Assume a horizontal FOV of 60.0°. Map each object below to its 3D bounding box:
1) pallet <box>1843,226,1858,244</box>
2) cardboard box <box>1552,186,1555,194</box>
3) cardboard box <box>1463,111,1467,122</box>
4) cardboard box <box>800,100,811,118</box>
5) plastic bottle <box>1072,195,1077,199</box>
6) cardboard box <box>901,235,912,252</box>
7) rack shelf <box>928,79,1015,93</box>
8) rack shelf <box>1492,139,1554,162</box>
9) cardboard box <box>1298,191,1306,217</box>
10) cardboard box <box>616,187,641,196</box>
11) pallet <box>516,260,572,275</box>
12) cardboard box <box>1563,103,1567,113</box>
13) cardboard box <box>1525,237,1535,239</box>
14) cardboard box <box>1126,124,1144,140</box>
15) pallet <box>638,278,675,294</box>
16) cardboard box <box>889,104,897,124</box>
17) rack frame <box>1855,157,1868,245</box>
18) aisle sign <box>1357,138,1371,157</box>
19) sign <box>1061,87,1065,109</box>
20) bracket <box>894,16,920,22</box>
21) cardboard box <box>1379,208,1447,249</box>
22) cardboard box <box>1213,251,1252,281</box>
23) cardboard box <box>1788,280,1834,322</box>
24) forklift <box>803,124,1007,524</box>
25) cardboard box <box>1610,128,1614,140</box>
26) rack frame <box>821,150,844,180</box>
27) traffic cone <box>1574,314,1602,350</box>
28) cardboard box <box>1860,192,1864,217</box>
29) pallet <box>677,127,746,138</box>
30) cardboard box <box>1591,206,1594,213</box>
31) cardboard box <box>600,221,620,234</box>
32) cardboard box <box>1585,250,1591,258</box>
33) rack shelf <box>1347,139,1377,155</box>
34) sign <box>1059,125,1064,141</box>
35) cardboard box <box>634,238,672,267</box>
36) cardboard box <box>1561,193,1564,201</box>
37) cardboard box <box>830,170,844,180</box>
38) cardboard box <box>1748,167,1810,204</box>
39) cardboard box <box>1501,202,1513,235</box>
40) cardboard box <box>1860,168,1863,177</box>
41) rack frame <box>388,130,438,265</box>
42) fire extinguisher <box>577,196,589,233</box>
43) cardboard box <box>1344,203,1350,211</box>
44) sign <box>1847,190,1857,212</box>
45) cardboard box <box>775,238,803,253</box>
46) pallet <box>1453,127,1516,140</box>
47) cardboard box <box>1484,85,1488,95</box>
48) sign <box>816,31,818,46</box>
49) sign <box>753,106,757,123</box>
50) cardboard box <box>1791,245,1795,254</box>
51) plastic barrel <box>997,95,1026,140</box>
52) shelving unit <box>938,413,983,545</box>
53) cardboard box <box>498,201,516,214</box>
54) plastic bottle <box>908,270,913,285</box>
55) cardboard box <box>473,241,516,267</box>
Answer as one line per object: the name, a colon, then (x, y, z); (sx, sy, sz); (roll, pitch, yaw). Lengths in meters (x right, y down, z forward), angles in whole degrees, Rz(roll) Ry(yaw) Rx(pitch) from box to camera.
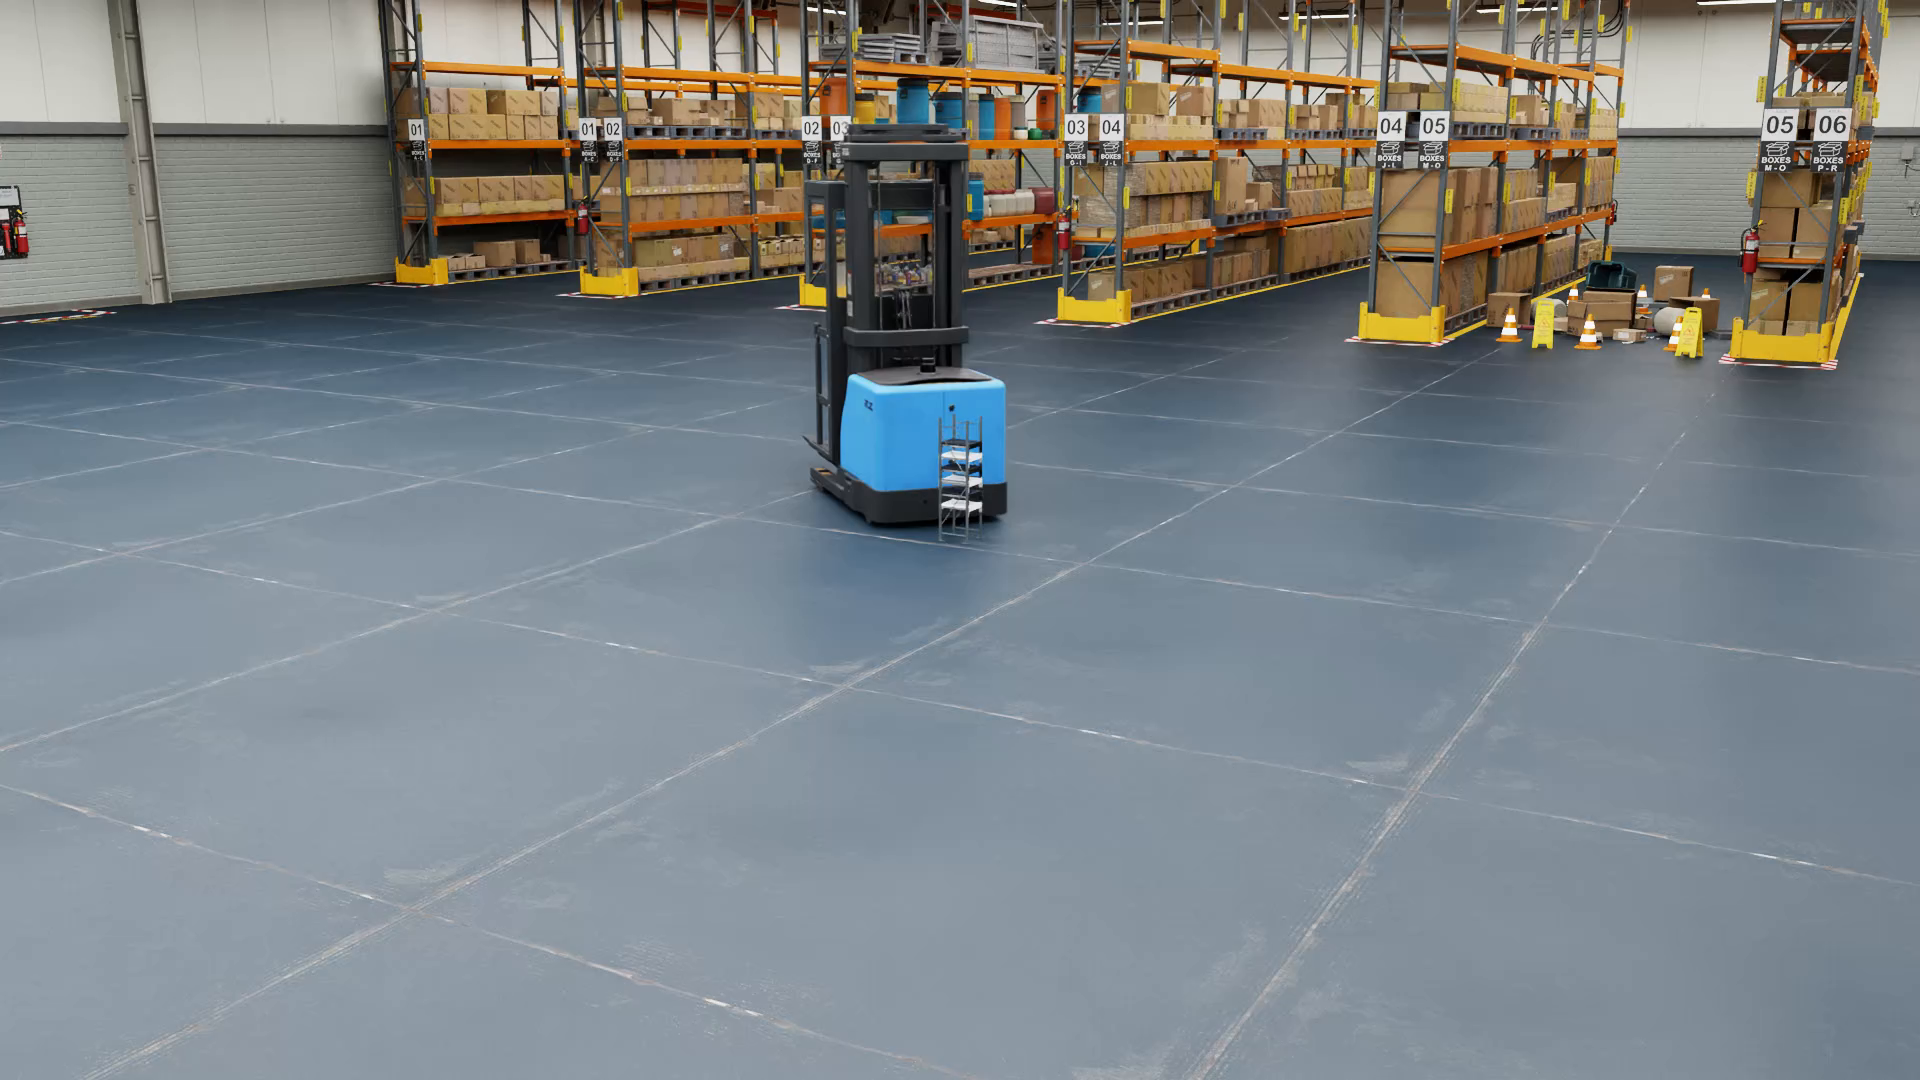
pallet: (13.213, -4.706, 25.563); (1.003, 0.211, 1.213); (7, 15, 28)
cardboard box: (11.039, -6.623, 31.477); (0.380, 0.149, 0.250); (7, 15, 26)
cardboard box: (7.091, -6.105, 23.983); (0.380, 0.149, 0.250); (7, 15, 28)
cardboard box: (-4.267, -11.330, 43.840); (0.500, 0.500, 0.500); (7, 15, 27)
plastic bottle: (2.568, -7.682, 37.763); (0.152, 0.276, 0.135); (7, 15, 28)
cardboard box: (-1.482, -7.103, 39.492); (0.500, 0.500, 0.500); (7, 15, 26)
rack shelf: (0.205, -11.522, 42.166); (1.077, 0.370, 4.000); (7, 15, 28)
rack shelf: (9.301, -6.718, 28.633); (1.077, 0.370, 4.000); (7, 15, 28)
cardboard box: (6.695, -6.826, 33.734); (0.500, 0.500, 0.500); (7, 15, 27)
cardboard box: (-6.184, -6.504, 31.015); (0.380, 0.149, 0.250); (7, 15, 28)
pallet: (-9.261, -5.968, 36.338); (1.003, 0.211, 1.213); (7, 15, 28)
cardboard box: (11.340, -8.251, 32.341); (0.797, 0.503, 0.637); (7, 15, 27)
cardboard box: (10.863, -5.751, 32.324); (0.500, 0.250, 0.500); (8, 16, 29)
cardboard box: (2.567, -6.416, 26.166); (0.500, 0.250, 0.500); (8, 16, 30)
pallet: (-6.230, -4.890, 31.868); (1.003, 0.211, 1.213); (7, 15, 28)
cardboard box: (-1.712, -9.937, 39.128); (0.600, 0.600, 0.600); (7, 15, 26)
rack frame: (18.517, -7.121, 35.170); (1.000, 3.000, 0.127); (7, 15, 28)
aisle sign: (9.614, -9.556, 39.725); (0.394, 0.787, 0.004); (7, 15, 28)
sign: (1.631, -6.917, 26.034); (0.100, 0.325, 0.005); (7, 15, 28)
bracket: (-1.246, -15.656, 50.091); (0.076, 0.066, 3.189); (7, 15, 28)
cardboard box: (6.540, -4.533, 24.114); (0.875, 0.550, 0.550); (7, 15, 28)
cardboard box: (5.143, -5.229, 31.718); (0.700, 0.500, 0.500); (9, 16, 33)
cardboard box: (11.426, -3.209, 22.316); (0.500, 0.500, 0.500); (7, 15, 26)
forklift: (-0.606, -1.846, 13.438); (1.130, 2.935, 3.031); (-5, 14, -18)
cardboard box: (13.907, -8.818, 36.128); (0.500, 0.250, 0.500); (7, 15, 28)
rack frame: (-2.695, -7.726, 37.678); (1.000, 3.000, 0.127); (7, 15, 28)
traffic cone: (8.725, -2.895, 23.056); (0.336, 0.463, 0.334); (7, 15, 28)
cardboard box: (17.782, -6.725, 33.316); (0.500, 0.500, 0.500); (8, 16, 30)
pallet: (-5.019, -8.142, 33.195); (1.003, 0.211, 1.213); (7, 15, 28)
cardboard box: (13.219, -7.015, 35.267); (0.380, 0.149, 0.250); (8, 16, 30)
cardboard box: (-8.168, -7.179, 38.208); (0.500, 0.250, 0.500); (7, 15, 26)
cardboard box: (13.251, -6.111, 35.533); (0.380, 0.149, 0.250); (7, 15, 28)
rack shelf: (8.875, -8.942, 37.858); (1.077, 0.370, 4.000); (7, 15, 28)
sign: (2.124, -8.510, 34.756); (0.100, 0.325, 0.005); (7, 15, 28)
cardboard box: (-5.869, -5.504, 31.834); (0.500, 0.500, 0.500); (7, 15, 28)
cardboard box: (11.548, -6.692, 32.397); (0.380, 0.149, 0.250); (7, 15, 28)
cardboard box: (-3.746, -9.817, 45.713); (0.980, 0.700, 0.700); (7, 15, 28)
cardboard box: (11.246, -4.866, 22.837); (0.700, 0.500, 0.500); (7, 15, 27)
cardboard box: (8.824, -5.325, 27.508); (0.500, 0.500, 0.500); (8, 15, 29)
cardboard box: (16.344, -6.608, 30.695); (0.500, 0.500, 0.500); (8, 16, 29)
rack frame: (-10.901, -6.645, 33.195); (1.000, 3.000, 0.127); (7, 15, 28)
fire extinguisher: (-7.026, -6.075, 30.997); (0.296, 0.674, 0.183); (7, 15, 28)
cardboard box: (8.343, -7.324, 36.549); (0.380, 0.149, 0.250); (7, 15, 28)
sign: (13.195, -5.020, 24.608); (0.100, 0.325, 0.005); (7, 15, 28)
cardboard box: (-3.715, -6.310, 35.581); (0.500, 0.311, 0.500); (7, 15, 26)
pallet: (8.734, -6.758, 27.673); (0.805, 0.209, 1.217); (7, 15, 26)
cardboard box: (7.703, -6.753, 24.969); (0.380, 0.149, 0.250); (8, 16, 29)
sign: (-3.175, -11.194, 37.103); (0.100, 0.325, 0.005); (7, 15, 28)
sign: (-4.142, -8.590, 33.593); (0.100, 0.325, 0.005); (7, 15, 28)
cardboard box: (11.289, -4.025, 22.864); (0.380, 0.149, 0.250); (8, 16, 29)
plastic barrel: (1.052, -8.722, 34.340); (0.600, 0.901, 0.600); (0, 14, 0)
shelving unit: (0.004, -0.439, 11.935); (0.258, 0.900, 0.210); (7, 15, 28)
cardboard box: (-9.651, -6.961, 34.785); (0.500, 0.250, 0.500); (8, 15, 29)
plastic bottle: (-0.913, -4.817, 30.496); (0.097, 0.271, 0.097); (0, 14, 0)
cardboard box: (-9.814, -6.037, 35.069); (0.700, 0.500, 0.500); (6, 15, 25)
